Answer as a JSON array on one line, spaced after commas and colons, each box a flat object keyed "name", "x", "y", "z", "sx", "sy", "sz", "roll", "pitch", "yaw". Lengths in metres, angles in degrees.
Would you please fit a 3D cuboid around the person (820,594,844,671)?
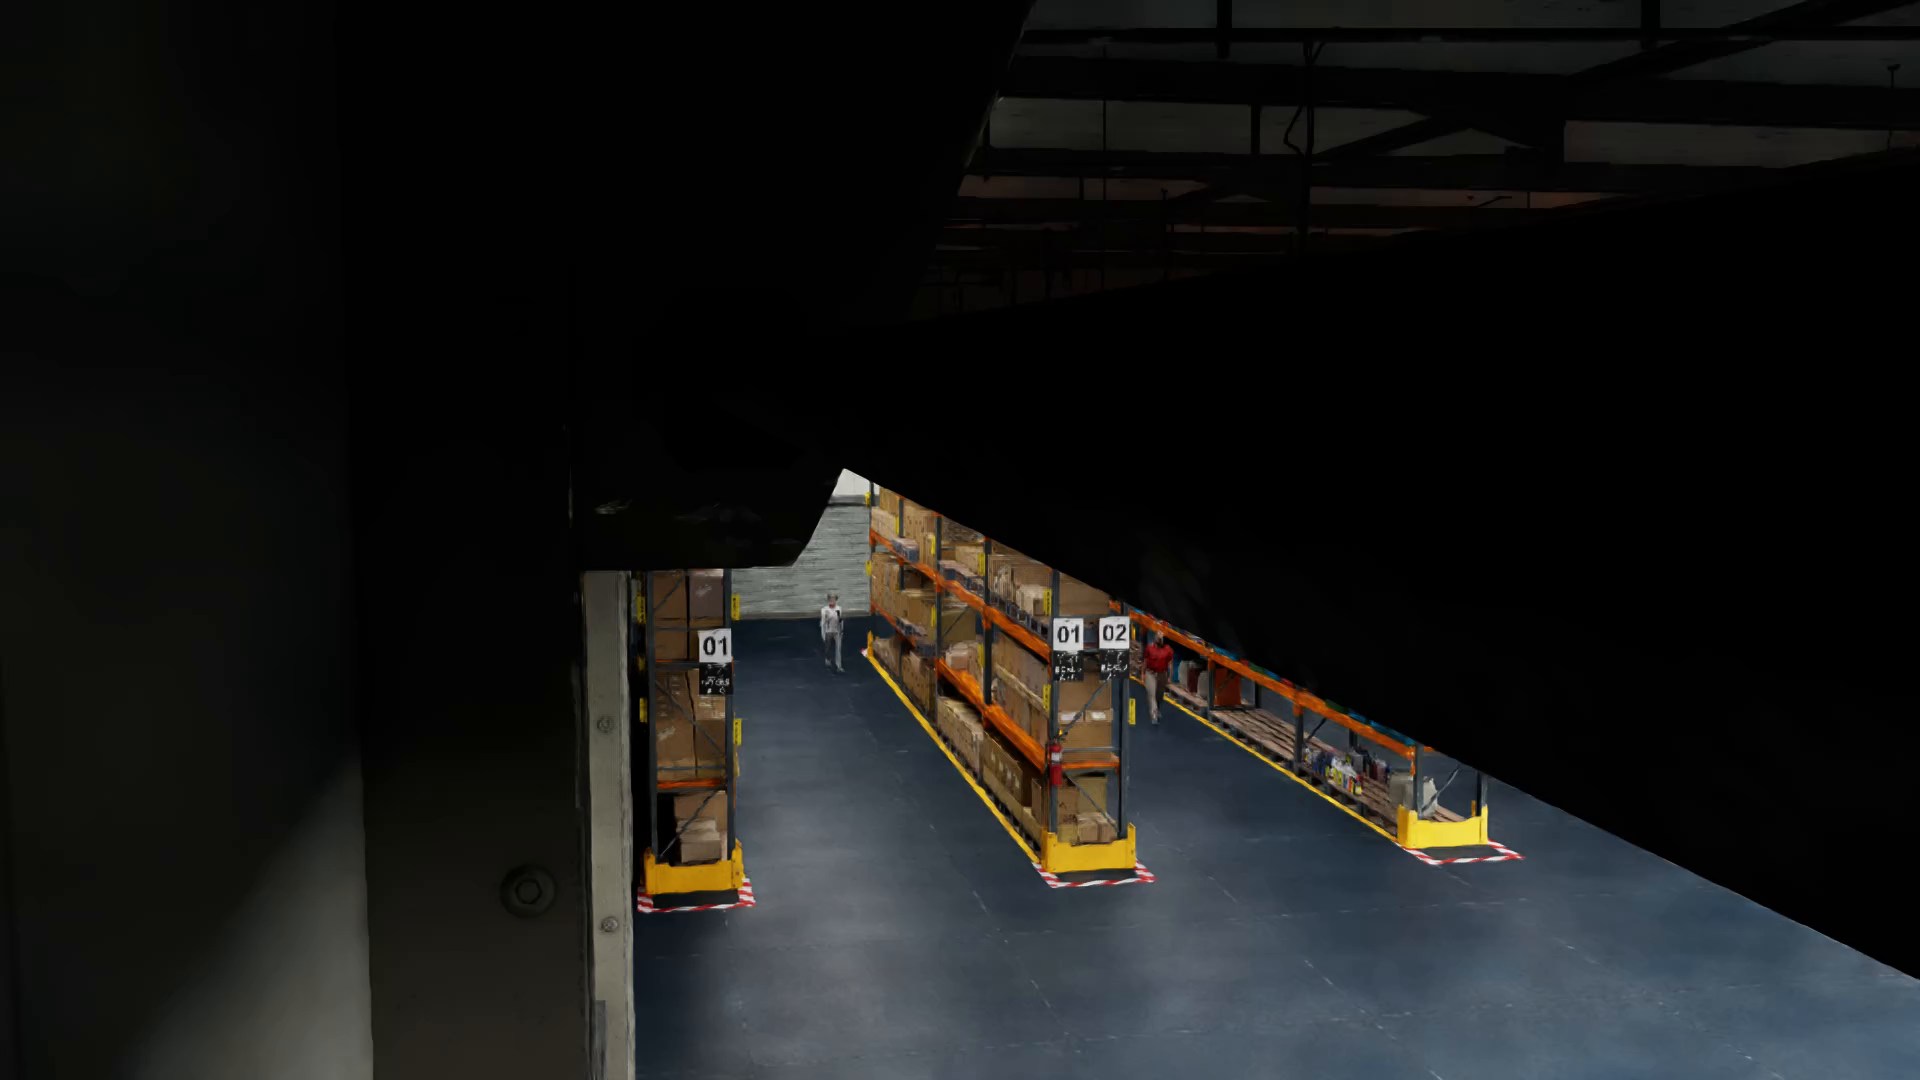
[{"name": "person", "x": -2.670, "y": 1.900, "z": 34.707, "sx": 0.495, "sy": 1.589, "sz": 1.086, "roll": -1, "pitch": 6, "yaw": -9}]

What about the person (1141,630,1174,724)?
[{"name": "person", "x": 3.531, "y": 2.405, "z": 29.562, "sx": 0.546, "sy": 1.641, "sz": 1.118, "roll": -1, "pitch": 6, "yaw": -8}]
